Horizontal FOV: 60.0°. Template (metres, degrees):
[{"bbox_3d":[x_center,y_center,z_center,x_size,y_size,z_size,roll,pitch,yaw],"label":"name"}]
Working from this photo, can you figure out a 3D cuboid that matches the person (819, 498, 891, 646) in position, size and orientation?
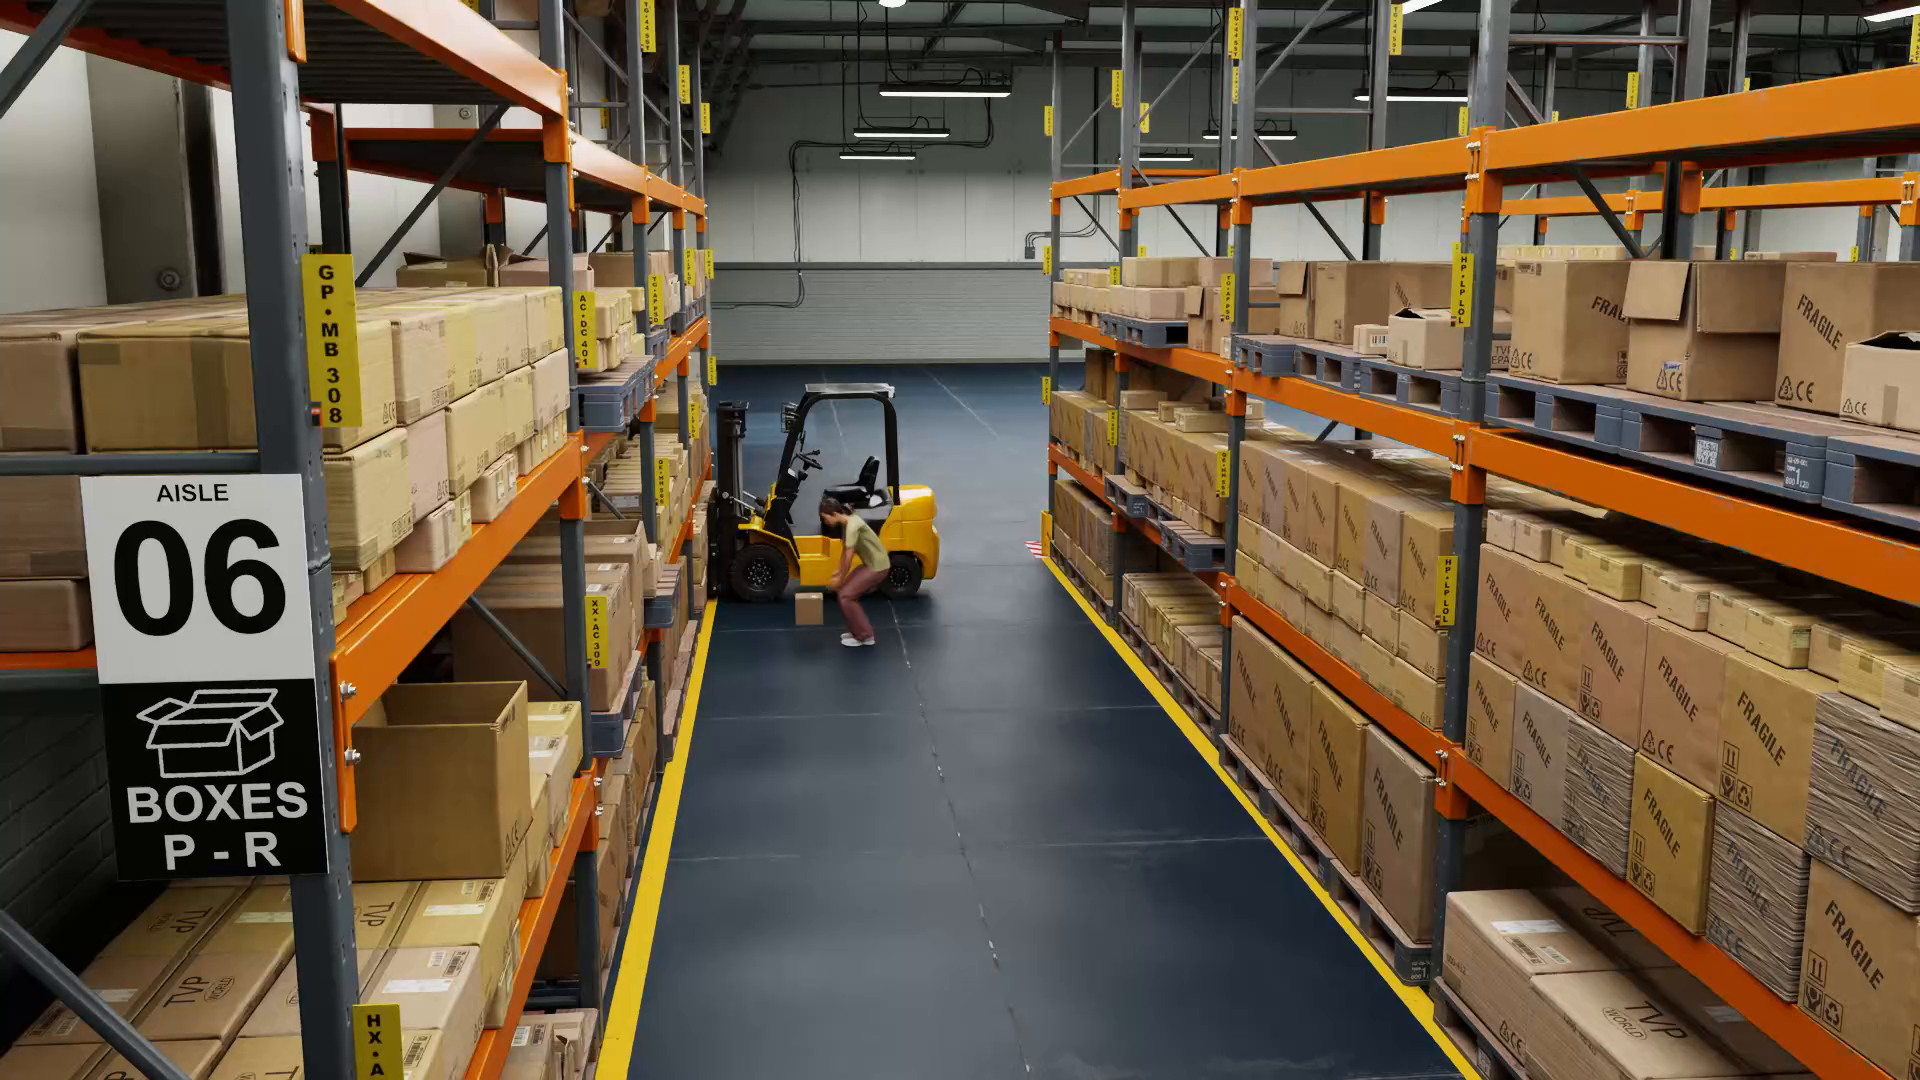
[{"bbox_3d":[-0.958,0.284,15.218,0.650,1.363,0.511,-1,10,-6],"label":"person"}]
